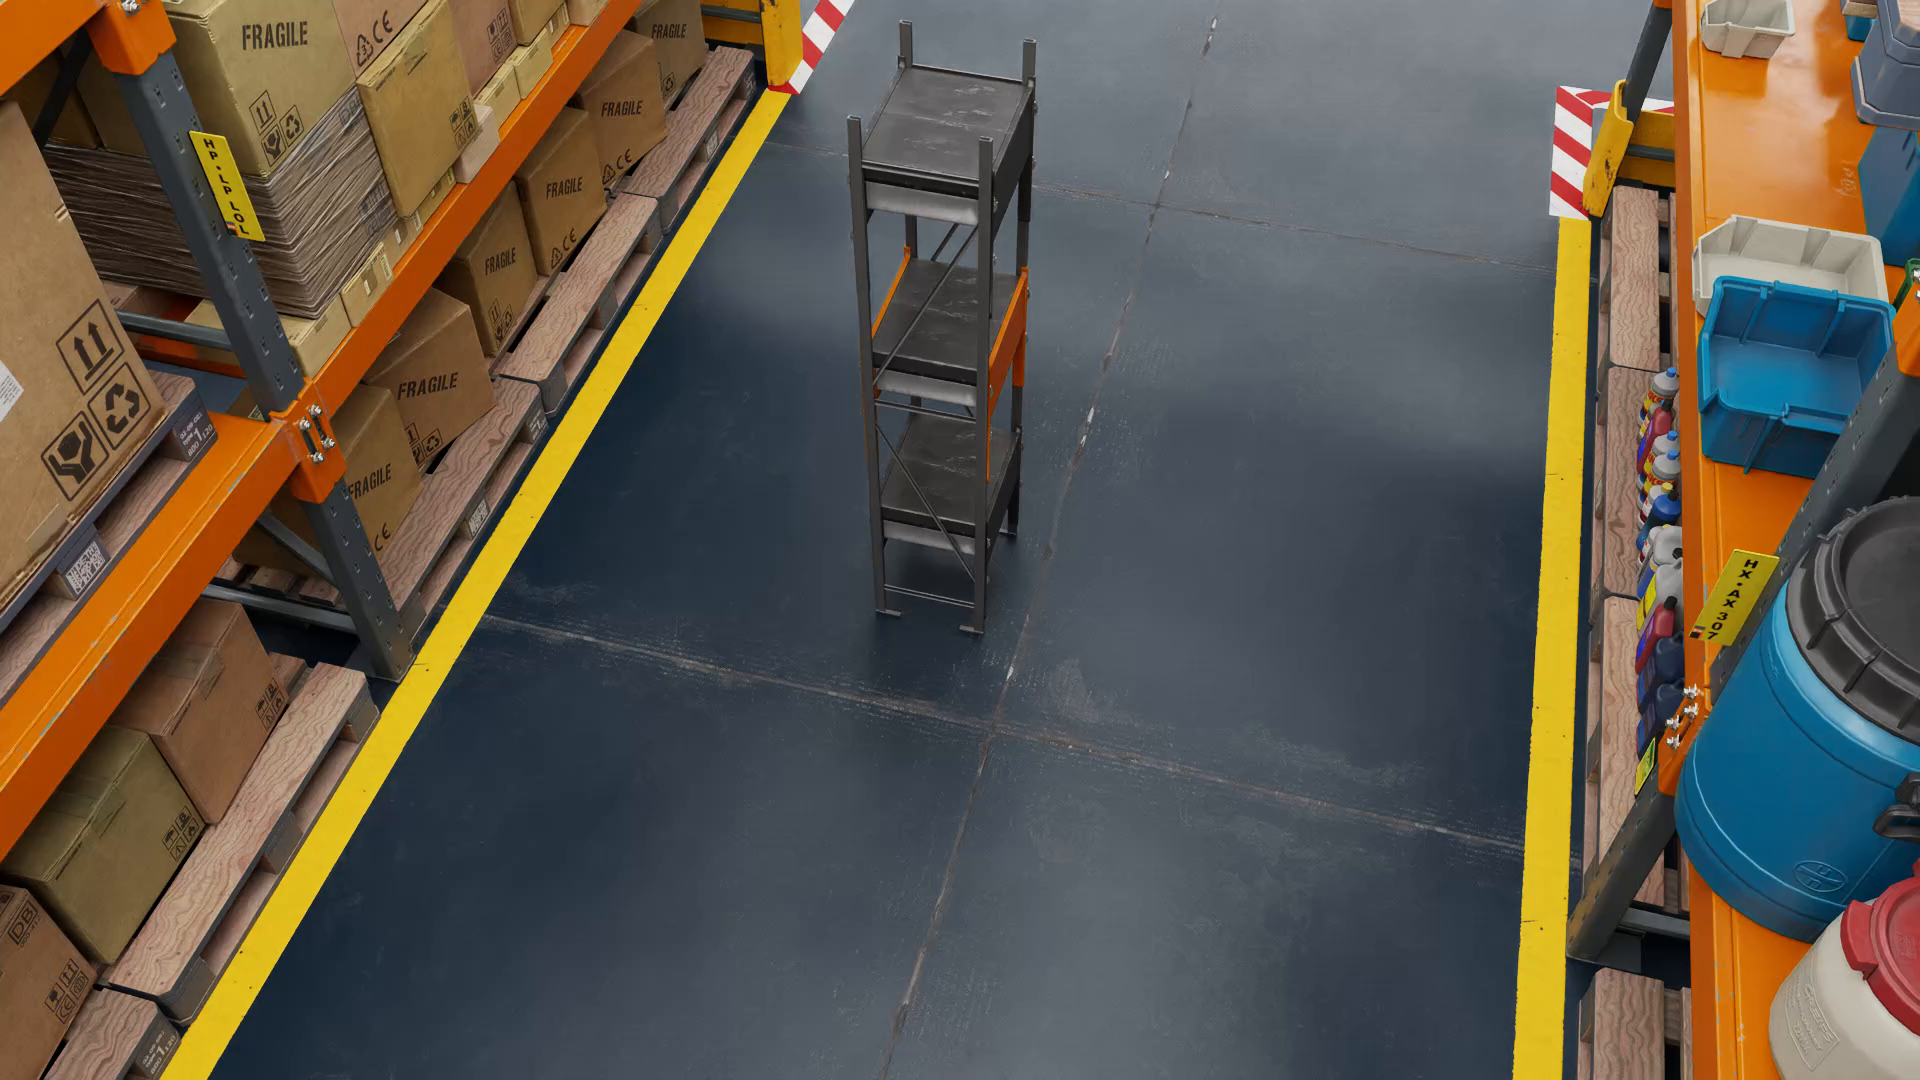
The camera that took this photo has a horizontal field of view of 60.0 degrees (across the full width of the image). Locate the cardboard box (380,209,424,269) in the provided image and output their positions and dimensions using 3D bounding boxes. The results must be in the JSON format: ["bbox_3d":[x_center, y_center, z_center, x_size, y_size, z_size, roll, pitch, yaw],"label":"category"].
[{"bbox_3d":[-1.955,-1.007,5.306,0.380,0.149,0.250,12,50,10],"label":"cardboard box"}]

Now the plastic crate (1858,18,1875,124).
[{"bbox_3d":[3.393,-1.607,5.767,0.499,0.251,0.408,12,50,10],"label":"plastic crate"}]

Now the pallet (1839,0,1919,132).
[{"bbox_3d":[2.455,-1.124,3.366,1.213,0.211,1.003,12,50,10],"label":"pallet"}]

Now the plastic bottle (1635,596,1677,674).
[{"bbox_3d":[2.304,0.313,5.491,0.061,0.283,0.133,15,50,13],"label":"plastic bottle"}]

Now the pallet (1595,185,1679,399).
[{"bbox_3d":[3.219,-0.972,6.967,1.003,0.211,1.213,12,50,10],"label":"pallet"}]

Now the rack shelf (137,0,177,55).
[{"bbox_3d":[-1.892,-2.831,5.227,1.077,0.370,4.000,12,50,10],"label":"rack shelf"}]

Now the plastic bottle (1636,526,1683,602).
[{"bbox_3d":[2.433,0.091,5.692,0.152,0.276,0.135,12,50,11],"label":"plastic bottle"}]

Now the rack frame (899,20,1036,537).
[{"bbox_3d":[0.021,-0.752,5.513,0.400,2.100,0.015,12,50,10],"label":"rack frame"}]

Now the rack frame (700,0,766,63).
[{"bbox_3d":[-1.366,-3.523,7.359,1.000,3.000,0.127,12,50,10],"label":"rack frame"}]

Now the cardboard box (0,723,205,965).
[{"bbox_3d":[-2.745,0.833,4.888,0.700,0.500,0.500,11,50,10],"label":"cardboard box"}]

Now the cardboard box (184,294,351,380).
[{"bbox_3d":[-2.072,-0.643,4.984,0.380,0.149,0.250,12,50,10],"label":"cardboard box"}]

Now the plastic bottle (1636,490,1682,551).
[{"bbox_3d":[2.465,-0.072,5.839,0.097,0.271,0.097,0,49,0],"label":"plastic bottle"}]

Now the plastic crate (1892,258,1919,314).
[{"bbox_3d":[2.989,-0.508,4.839,0.450,0.188,0.662,12,50,10],"label":"plastic crate"}]

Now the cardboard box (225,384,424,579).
[{"bbox_3d":[-2.275,-0.223,5.833,0.500,0.500,0.500,10,49,9],"label":"cardboard box"}]

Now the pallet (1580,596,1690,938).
[{"bbox_3d":[2.576,0.793,5.410,1.003,0.211,1.213,12,50,10],"label":"pallet"}]

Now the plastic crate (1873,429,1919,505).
[{"bbox_3d":[2.620,0.015,4.278,0.767,0.338,0.504,12,50,10],"label":"plastic crate"}]

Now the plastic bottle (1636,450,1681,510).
[{"bbox_3d":[2.518,-0.218,5.968,0.097,0.271,0.097,0,49,0],"label":"plastic bottle"}]

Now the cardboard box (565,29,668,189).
[{"bbox_3d":[-1.671,-1.947,7.355,0.500,0.500,0.500,24,53,20],"label":"cardboard box"}]

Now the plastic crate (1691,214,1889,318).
[{"bbox_3d":[2.543,-0.790,5.122,0.530,0.136,0.437,12,50,10],"label":"plastic crate"}]

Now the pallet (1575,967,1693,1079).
[{"bbox_3d":[2.190,1.846,4.480,1.003,0.211,1.213,12,50,10],"label":"pallet"}]

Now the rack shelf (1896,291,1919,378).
[{"bbox_3d":[1.833,1.040,1.811,1.077,0.370,4.000,12,50,10],"label":"rack shelf"}]

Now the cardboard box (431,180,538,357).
[{"bbox_3d":[-2.044,-1.103,6.610,0.500,0.500,0.500,8,49,7],"label":"cardboard box"}]

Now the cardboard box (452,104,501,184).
[{"bbox_3d":[-1.792,-1.363,5.620,0.380,0.149,0.250,12,50,10],"label":"cardboard box"}]

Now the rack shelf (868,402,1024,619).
[{"bbox_3d":[-0.044,-0.103,5.892,0.431,0.518,0.480,12,50,10],"label":"rack shelf"}]

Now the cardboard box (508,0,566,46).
[{"bbox_3d":[-1.869,-2.164,5.895,0.875,0.500,0.500,12,50,10],"label":"cardboard box"}]

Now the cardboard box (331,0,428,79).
[{"bbox_3d":[-1.925,-1.729,4.844,0.500,0.500,0.500,12,50,10],"label":"cardboard box"}]

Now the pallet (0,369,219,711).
[{"bbox_3d":[-2.760,-0.042,4.415,1.003,0.211,1.213,12,50,10],"label":"pallet"}]

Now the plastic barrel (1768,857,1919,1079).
[{"bbox_3d":[1.896,0.951,3.319,0.433,0.535,0.433,0,49,0],"label":"plastic barrel"}]

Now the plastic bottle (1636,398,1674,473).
[{"bbox_3d":[2.557,-0.382,6.105,0.061,0.283,0.133,12,50,11],"label":"plastic bottle"}]

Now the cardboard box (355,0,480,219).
[{"bbox_3d":[-2.075,-1.429,5.246,0.875,0.500,0.500,12,50,10],"label":"cardboard box"}]

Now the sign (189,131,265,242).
[{"bbox_3d":[-1.882,-0.906,4.277,0.100,0.325,0.005,12,50,10],"label":"sign"}]

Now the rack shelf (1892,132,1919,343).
[{"bbox_3d":[2.886,-1.854,4.364,1.077,0.370,4.000,12,50,10],"label":"rack shelf"}]

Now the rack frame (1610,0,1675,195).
[{"bbox_3d":[3.412,-2.546,6.496,1.000,3.000,0.127,12,50,10],"label":"rack frame"}]

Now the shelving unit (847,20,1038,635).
[{"bbox_3d":[-0.044,-0.575,5.357,0.431,2.100,0.503,12,50,10],"label":"shelving unit"}]

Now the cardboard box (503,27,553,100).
[{"bbox_3d":[-1.690,-1.730,5.944,0.380,0.149,0.250,12,50,10],"label":"cardboard box"}]

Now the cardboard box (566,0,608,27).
[{"bbox_3d":[-1.535,-2.087,6.259,0.380,0.149,0.250,12,50,10],"label":"cardboard box"}]

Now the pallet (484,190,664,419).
[{"bbox_3d":[-1.957,-1.085,7.067,1.003,0.211,1.213,12,50,10],"label":"pallet"}]

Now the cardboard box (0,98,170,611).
[{"bbox_3d":[-2.763,-0.420,3.940,1.000,1.000,1.000,12,50,10],"label":"cardboard box"}]

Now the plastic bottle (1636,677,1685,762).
[{"bbox_3d":[2.251,0.556,5.232,0.144,0.351,0.185,10,49,9],"label":"plastic bottle"}]

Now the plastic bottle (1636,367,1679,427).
[{"bbox_3d":[2.634,-0.539,6.251,0.097,0.271,0.097,0,49,0],"label":"plastic bottle"}]

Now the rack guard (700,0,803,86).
[{"bbox_3d":[-1.386,-2.641,8.247,1.175,0.500,0.348,12,50,10],"label":"rack guard"}]

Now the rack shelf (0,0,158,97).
[{"bbox_3d":[-2.945,0.062,2.674,1.077,0.370,4.000,12,50,10],"label":"rack shelf"}]
